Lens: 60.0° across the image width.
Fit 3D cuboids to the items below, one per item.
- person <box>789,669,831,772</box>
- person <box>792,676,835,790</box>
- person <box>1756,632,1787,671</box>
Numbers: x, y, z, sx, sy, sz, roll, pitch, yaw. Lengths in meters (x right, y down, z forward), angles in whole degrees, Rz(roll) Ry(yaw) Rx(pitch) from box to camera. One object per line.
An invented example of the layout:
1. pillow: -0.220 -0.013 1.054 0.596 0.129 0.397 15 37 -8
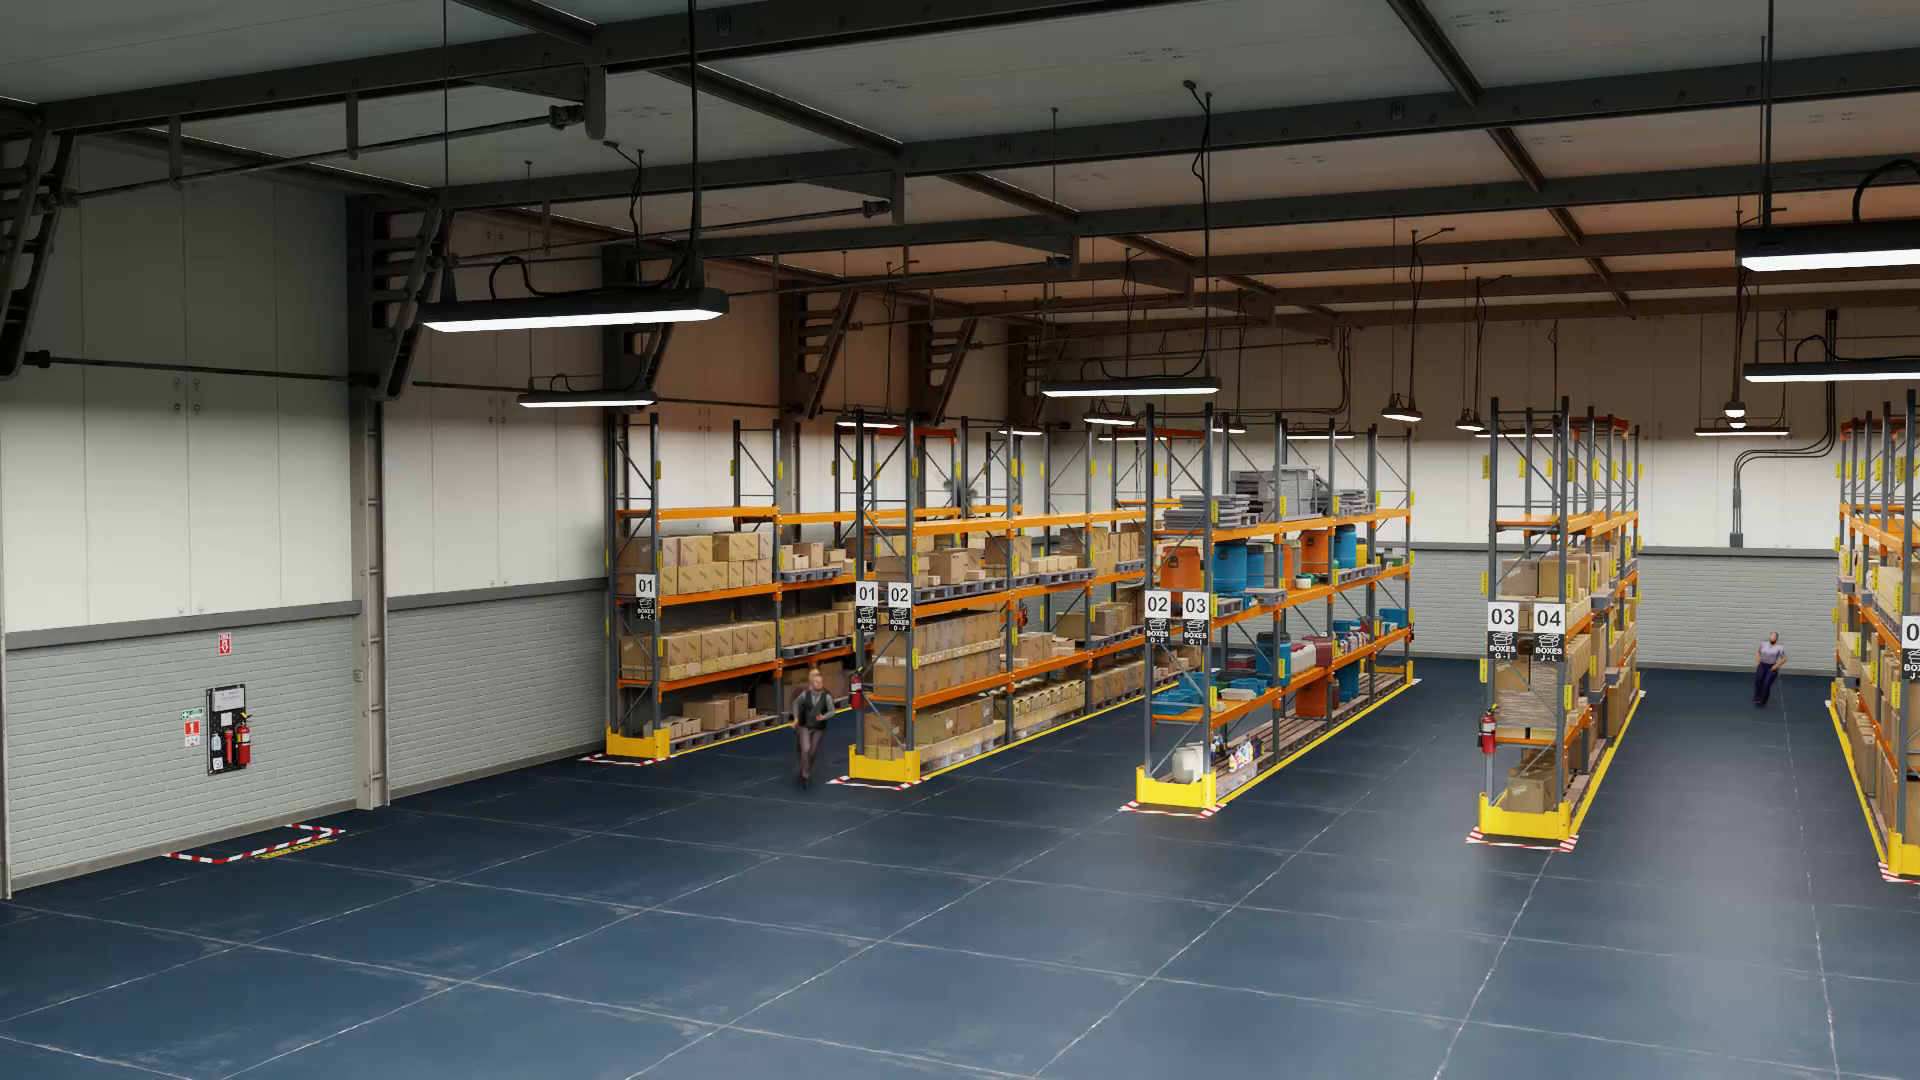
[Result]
1. person: -2.456 2.998 27.352 0.727 1.741 0.565 0 2 0
2. person: -2.309 3.026 26.392 0.664 1.709 0.890 -1 2 -13
3. person: 17.129 2.346 35.146 0.613 0.817 0.467 2 3 39
